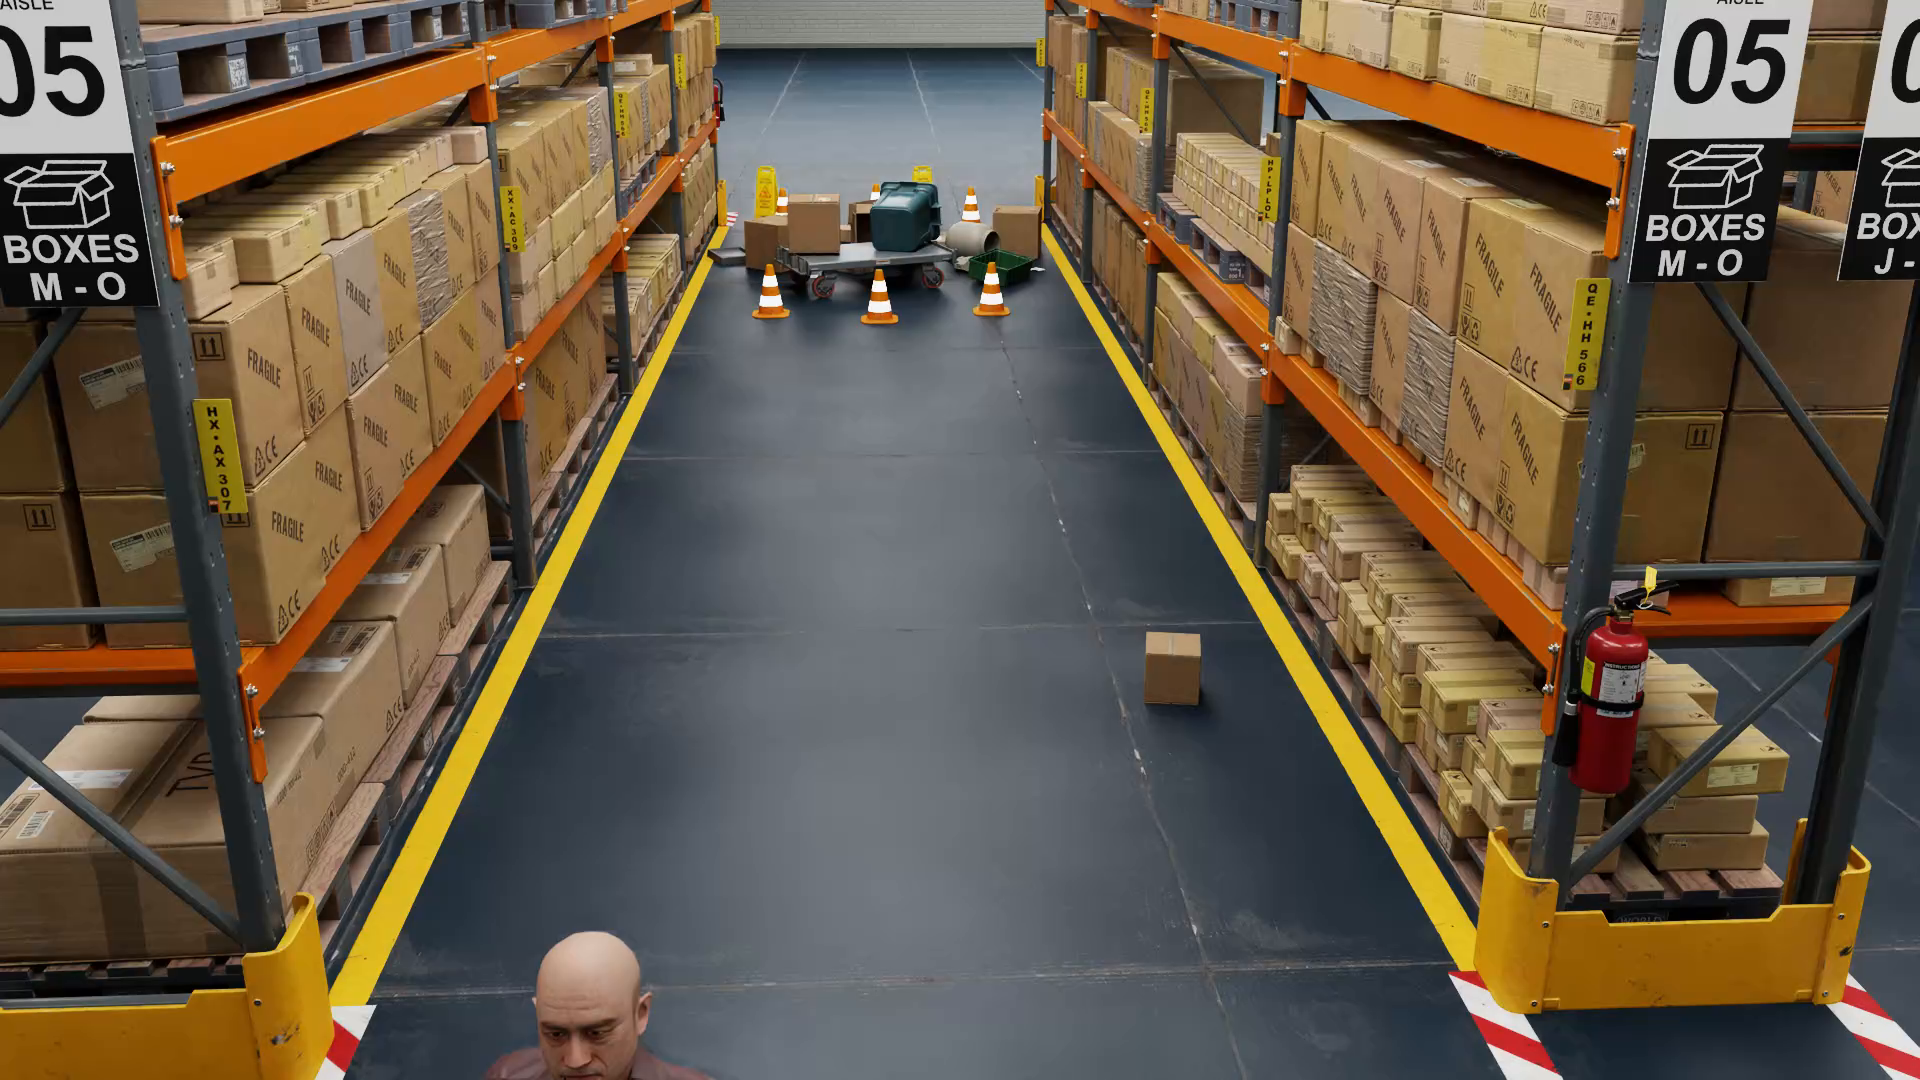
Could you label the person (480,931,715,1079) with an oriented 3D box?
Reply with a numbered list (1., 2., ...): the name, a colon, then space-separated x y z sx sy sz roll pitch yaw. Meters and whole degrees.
1. person: -0.625 1.544 2.832 0.614 1.767 0.851 3 20 8
